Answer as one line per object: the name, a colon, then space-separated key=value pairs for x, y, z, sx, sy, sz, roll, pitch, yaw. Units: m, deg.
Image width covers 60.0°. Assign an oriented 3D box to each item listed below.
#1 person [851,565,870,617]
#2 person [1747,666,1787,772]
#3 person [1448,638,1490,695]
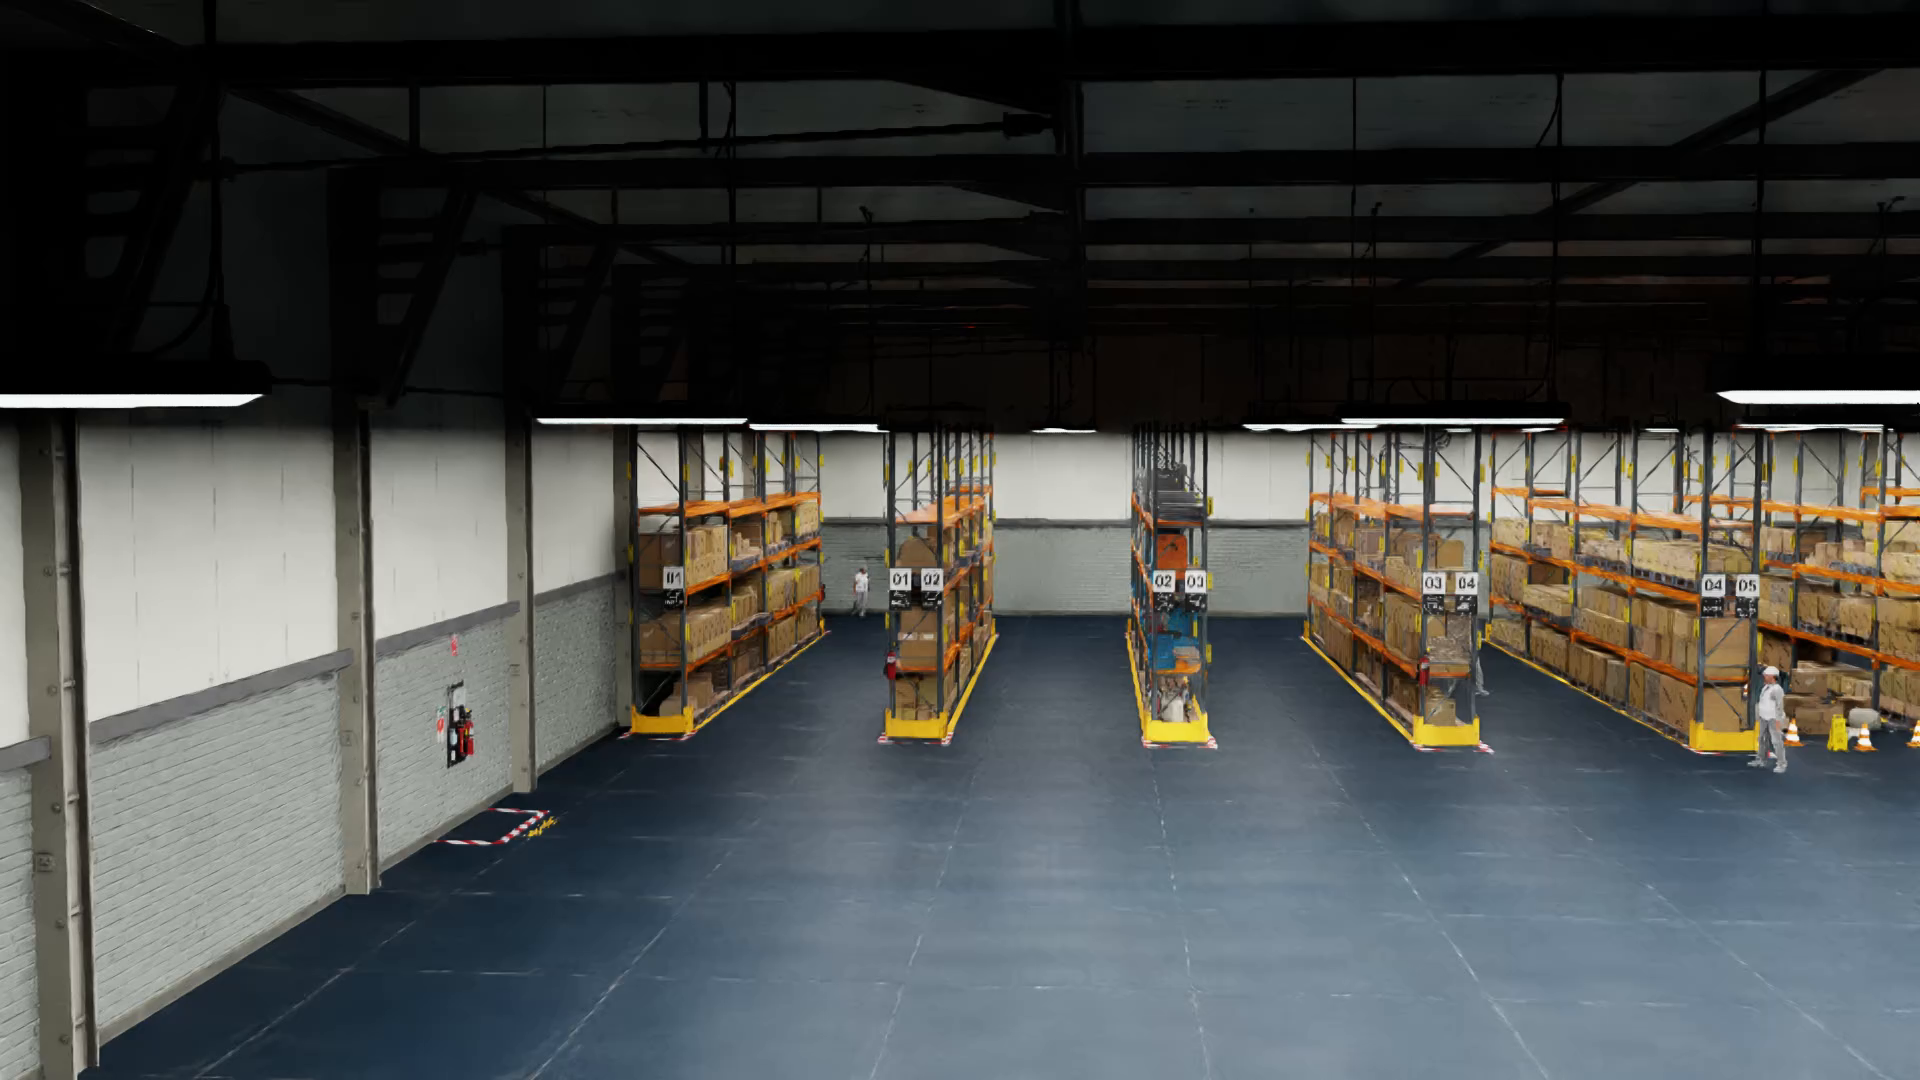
person: x=-3.135 y=1.601 z=52.259 sx=0.550 sy=1.647 sz=0.589 roll=-2 pitch=4 yaw=-32
person: x=13.782 y=3.023 z=28.355 sx=0.522 sy=1.775 sz=0.716 roll=0 pitch=4 yaw=1
person: x=11.125 y=2.541 z=36.569 sx=0.735 sy=1.712 sz=0.905 roll=-1 pitch=4 yaw=-12
